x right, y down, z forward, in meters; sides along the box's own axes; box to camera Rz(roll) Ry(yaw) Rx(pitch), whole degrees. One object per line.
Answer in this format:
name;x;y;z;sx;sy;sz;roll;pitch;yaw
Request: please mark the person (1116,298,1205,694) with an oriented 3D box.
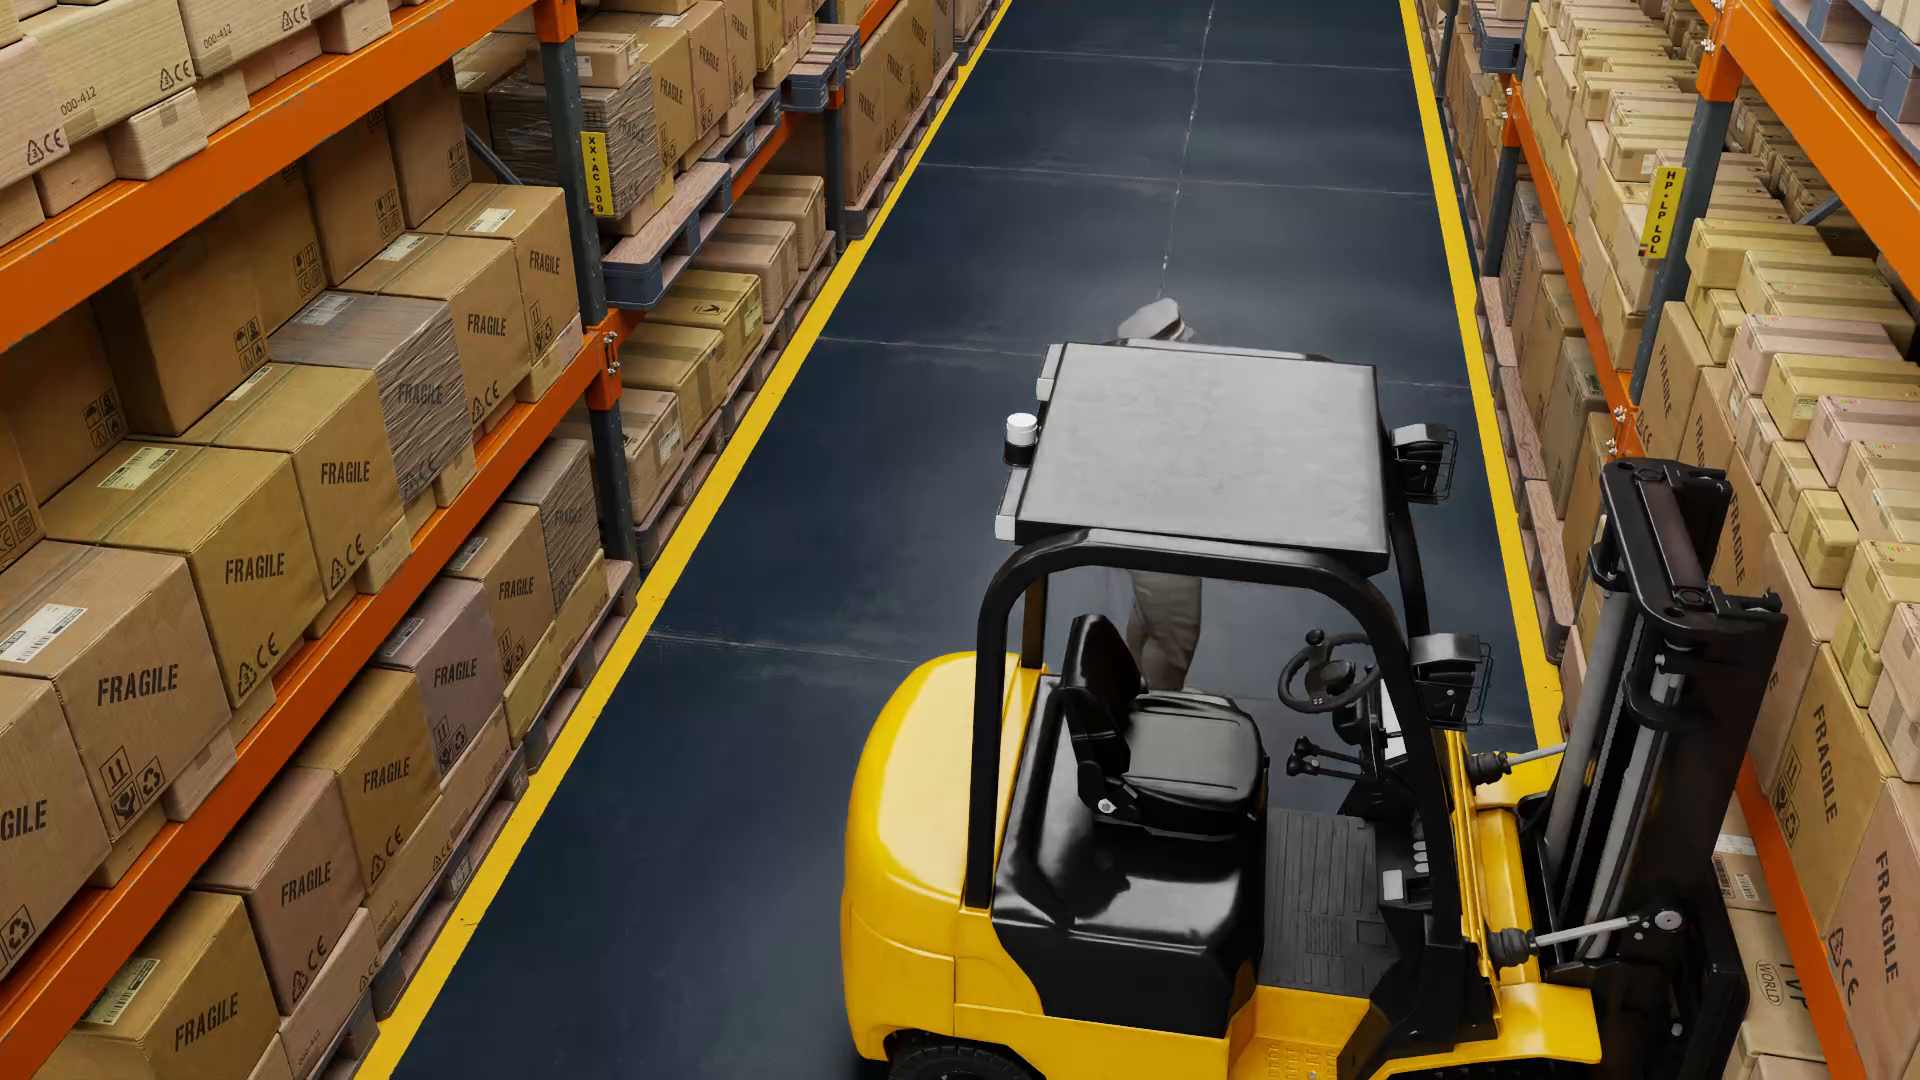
person;0.818;-0.045;6.169;0.546;1.784;0.544;1;32;1
